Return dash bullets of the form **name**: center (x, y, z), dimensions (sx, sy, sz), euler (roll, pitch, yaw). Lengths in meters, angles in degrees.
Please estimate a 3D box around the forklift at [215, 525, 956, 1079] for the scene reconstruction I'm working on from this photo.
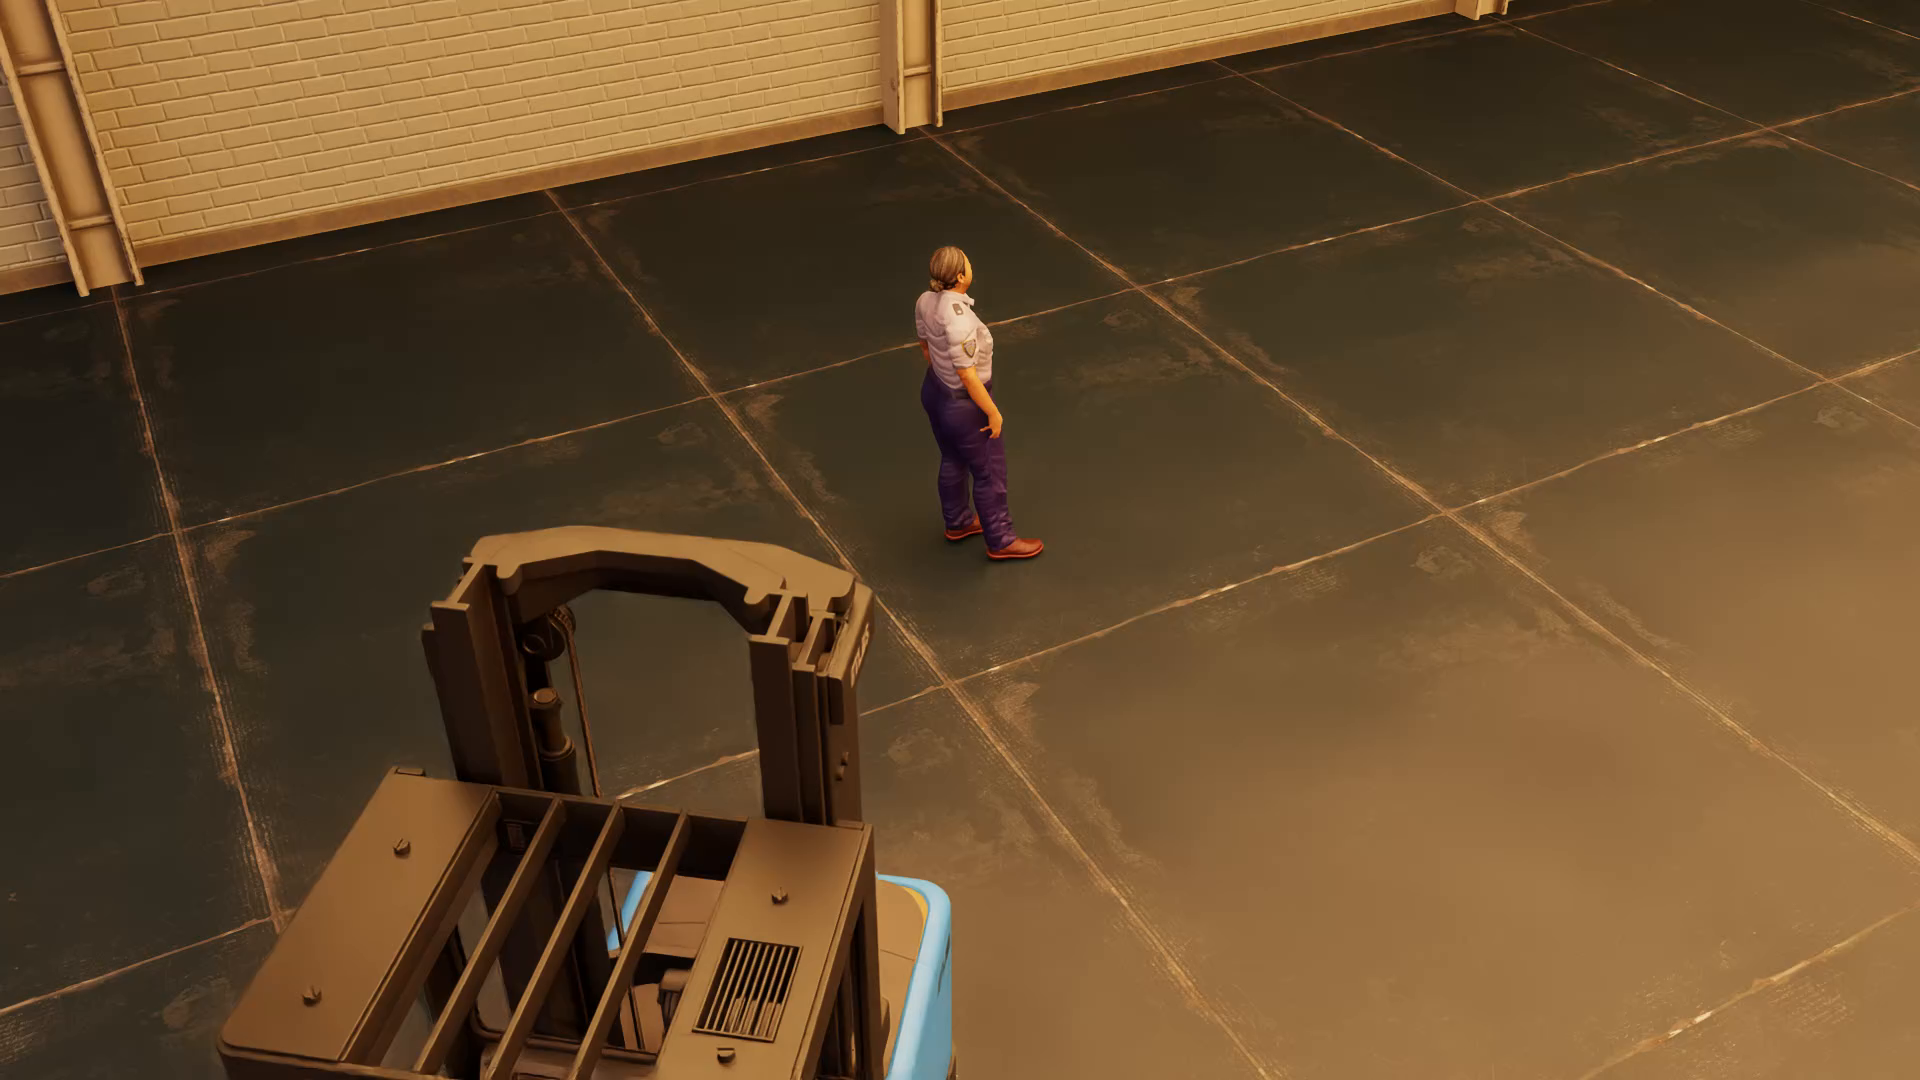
- **forklift**: center (-0.767, 1.557, 3.920), dimensions (1.130, 2.935, 3.031), euler (6, 36, 8)

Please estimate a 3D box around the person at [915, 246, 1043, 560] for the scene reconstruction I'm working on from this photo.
- **person**: center (0.091, -0.691, 8.200), dimensions (0.502, 1.651, 0.598), euler (-17, 39, -23)
